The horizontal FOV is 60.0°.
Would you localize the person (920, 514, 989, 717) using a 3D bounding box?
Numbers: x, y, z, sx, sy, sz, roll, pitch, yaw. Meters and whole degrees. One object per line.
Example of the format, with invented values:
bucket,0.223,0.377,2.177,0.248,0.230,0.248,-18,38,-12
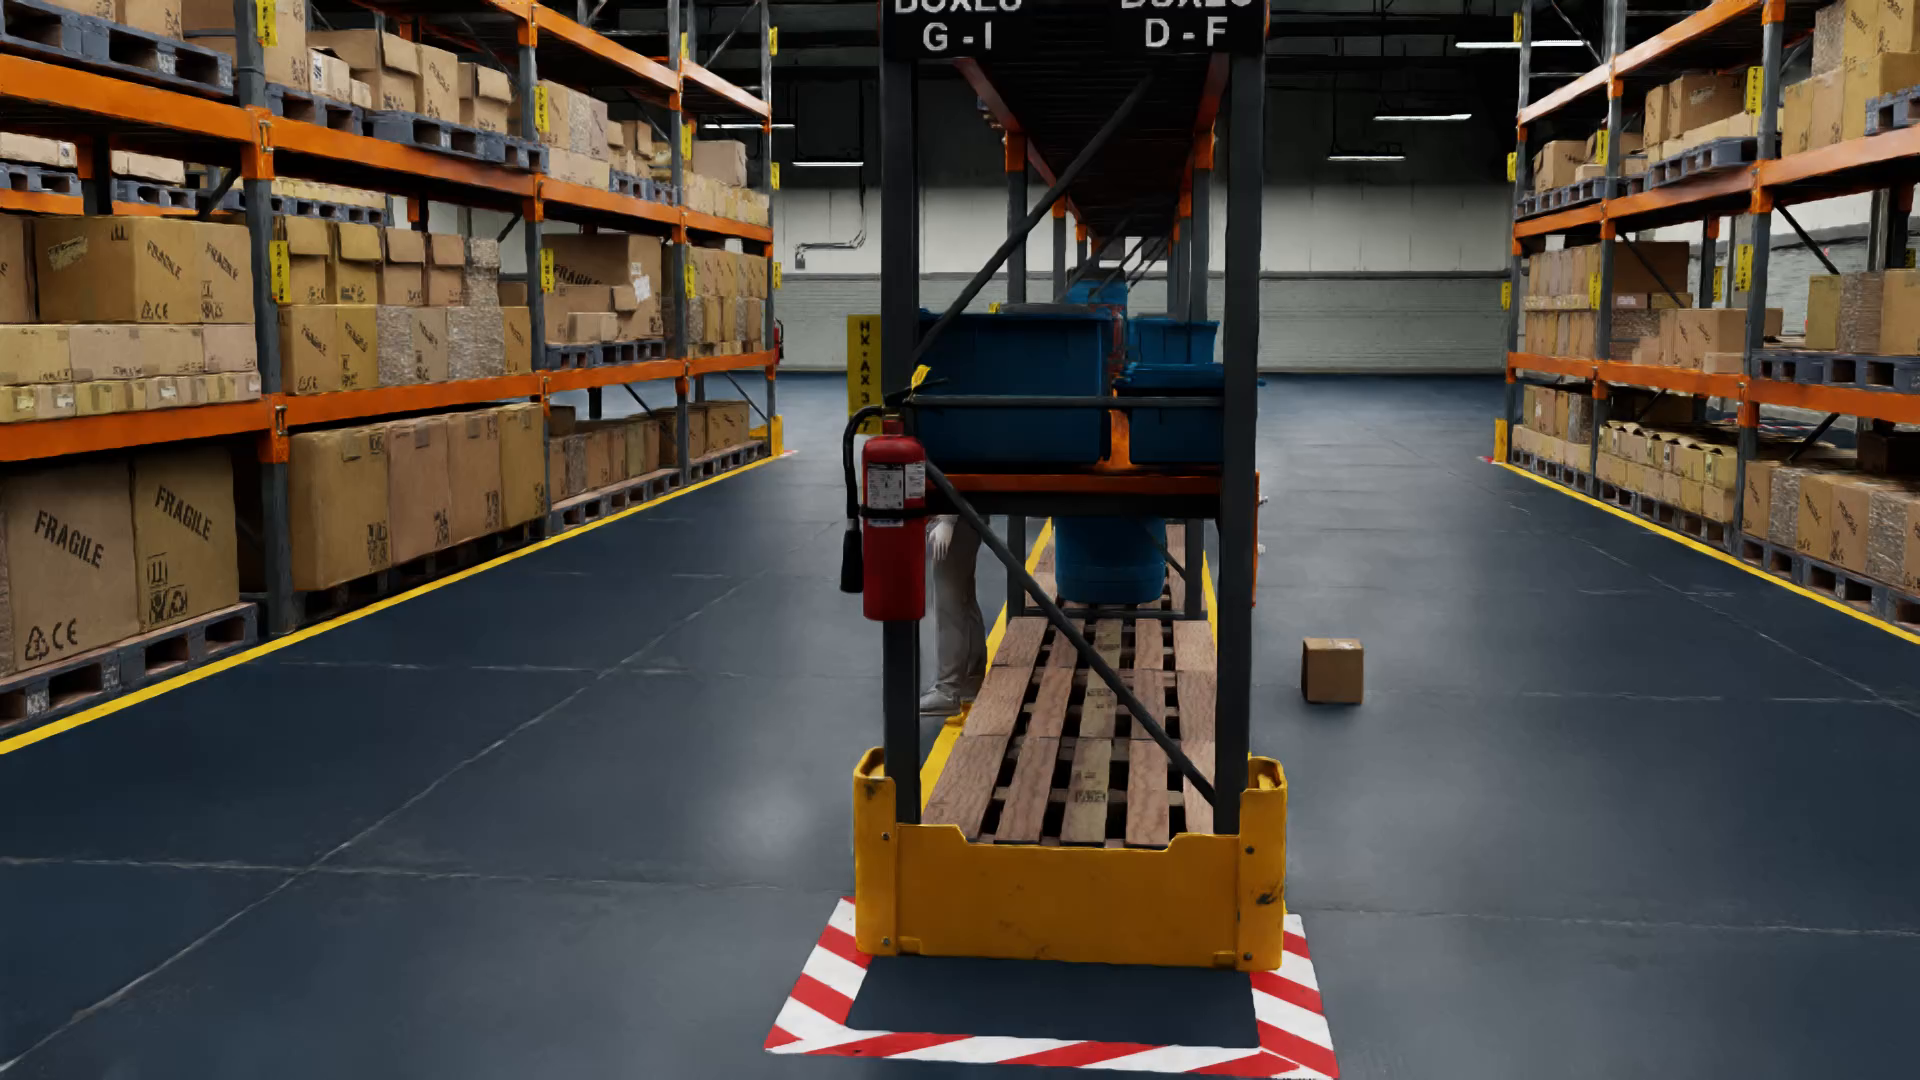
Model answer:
person,-0.081,-0.084,7.179,0.435,1.684,0.533,-1,8,-7
